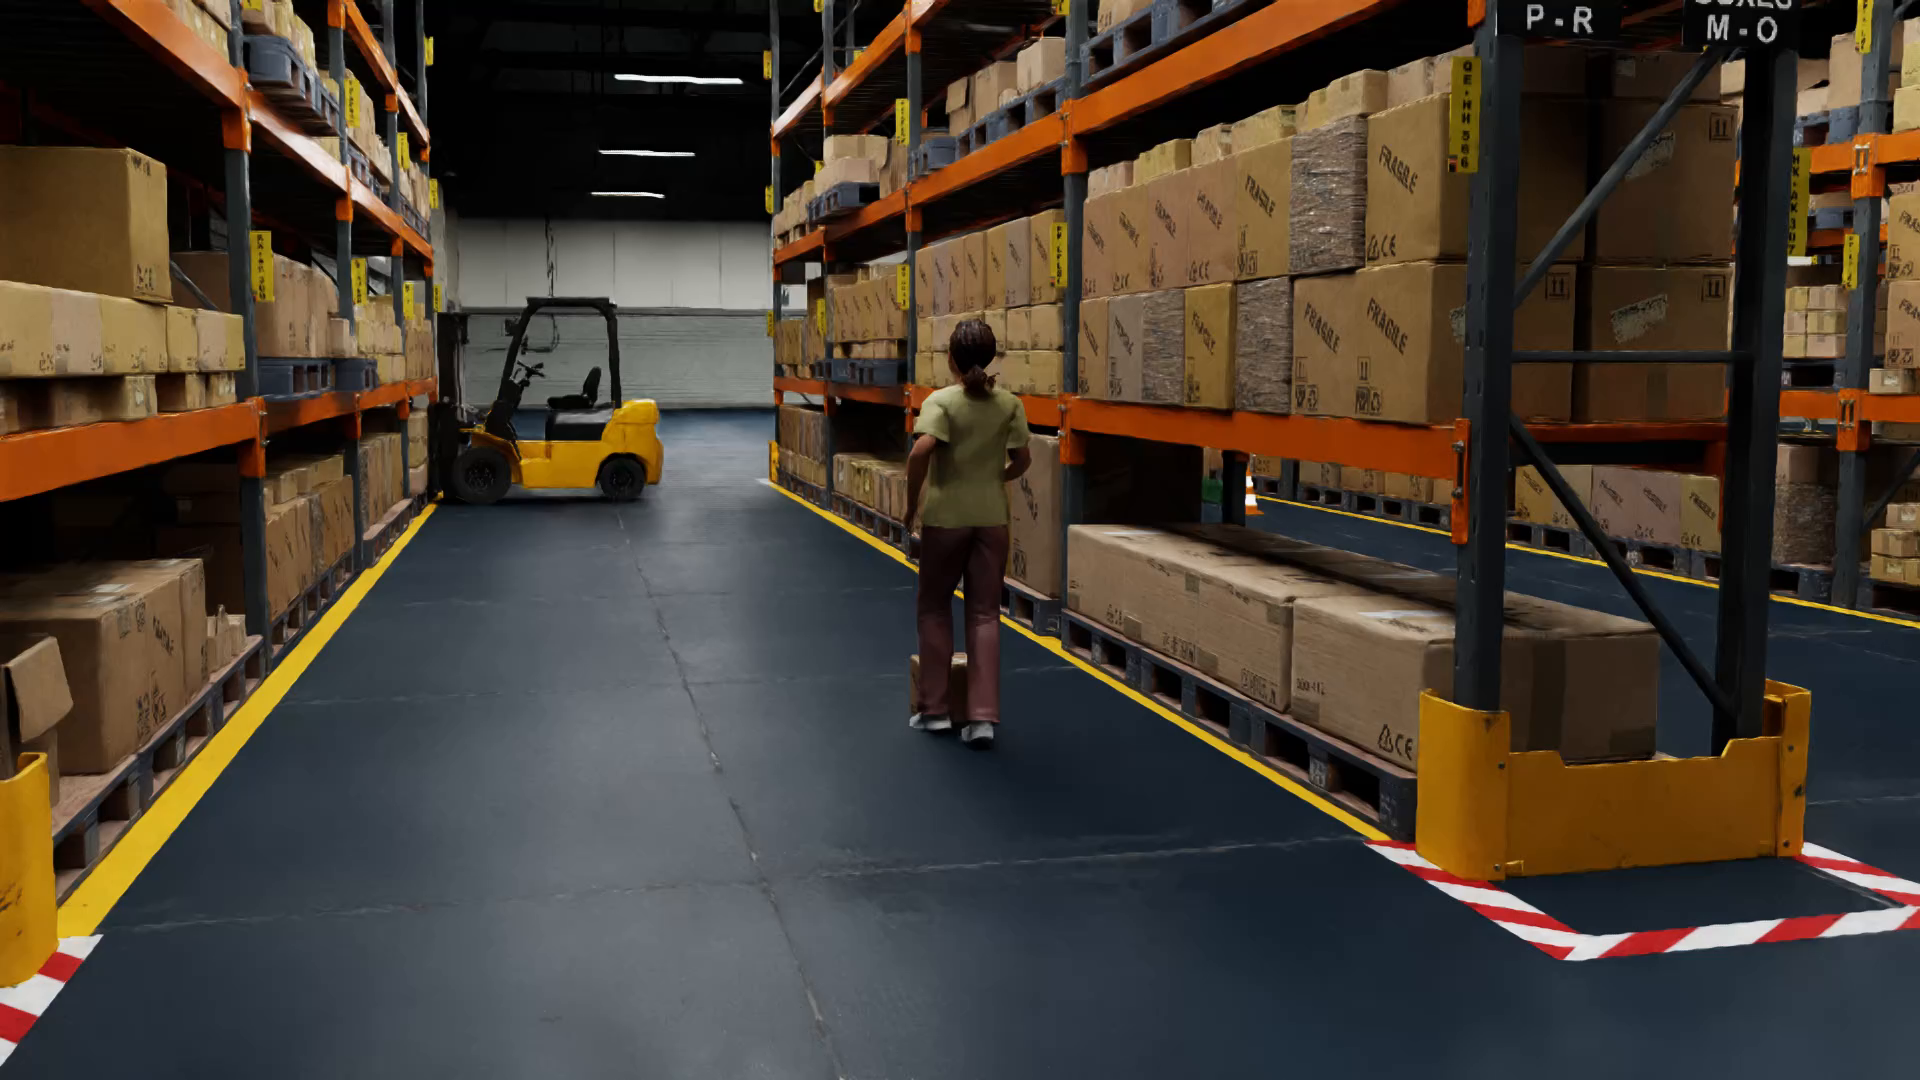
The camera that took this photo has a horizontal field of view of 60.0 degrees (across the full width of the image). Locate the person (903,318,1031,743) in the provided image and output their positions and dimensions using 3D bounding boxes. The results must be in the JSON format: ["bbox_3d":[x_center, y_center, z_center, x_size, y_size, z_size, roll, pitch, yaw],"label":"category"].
[{"bbox_3d":[0.006,-0.026,6.592,0.532,1.686,0.603,-1,6,-12],"label":"person"}]
